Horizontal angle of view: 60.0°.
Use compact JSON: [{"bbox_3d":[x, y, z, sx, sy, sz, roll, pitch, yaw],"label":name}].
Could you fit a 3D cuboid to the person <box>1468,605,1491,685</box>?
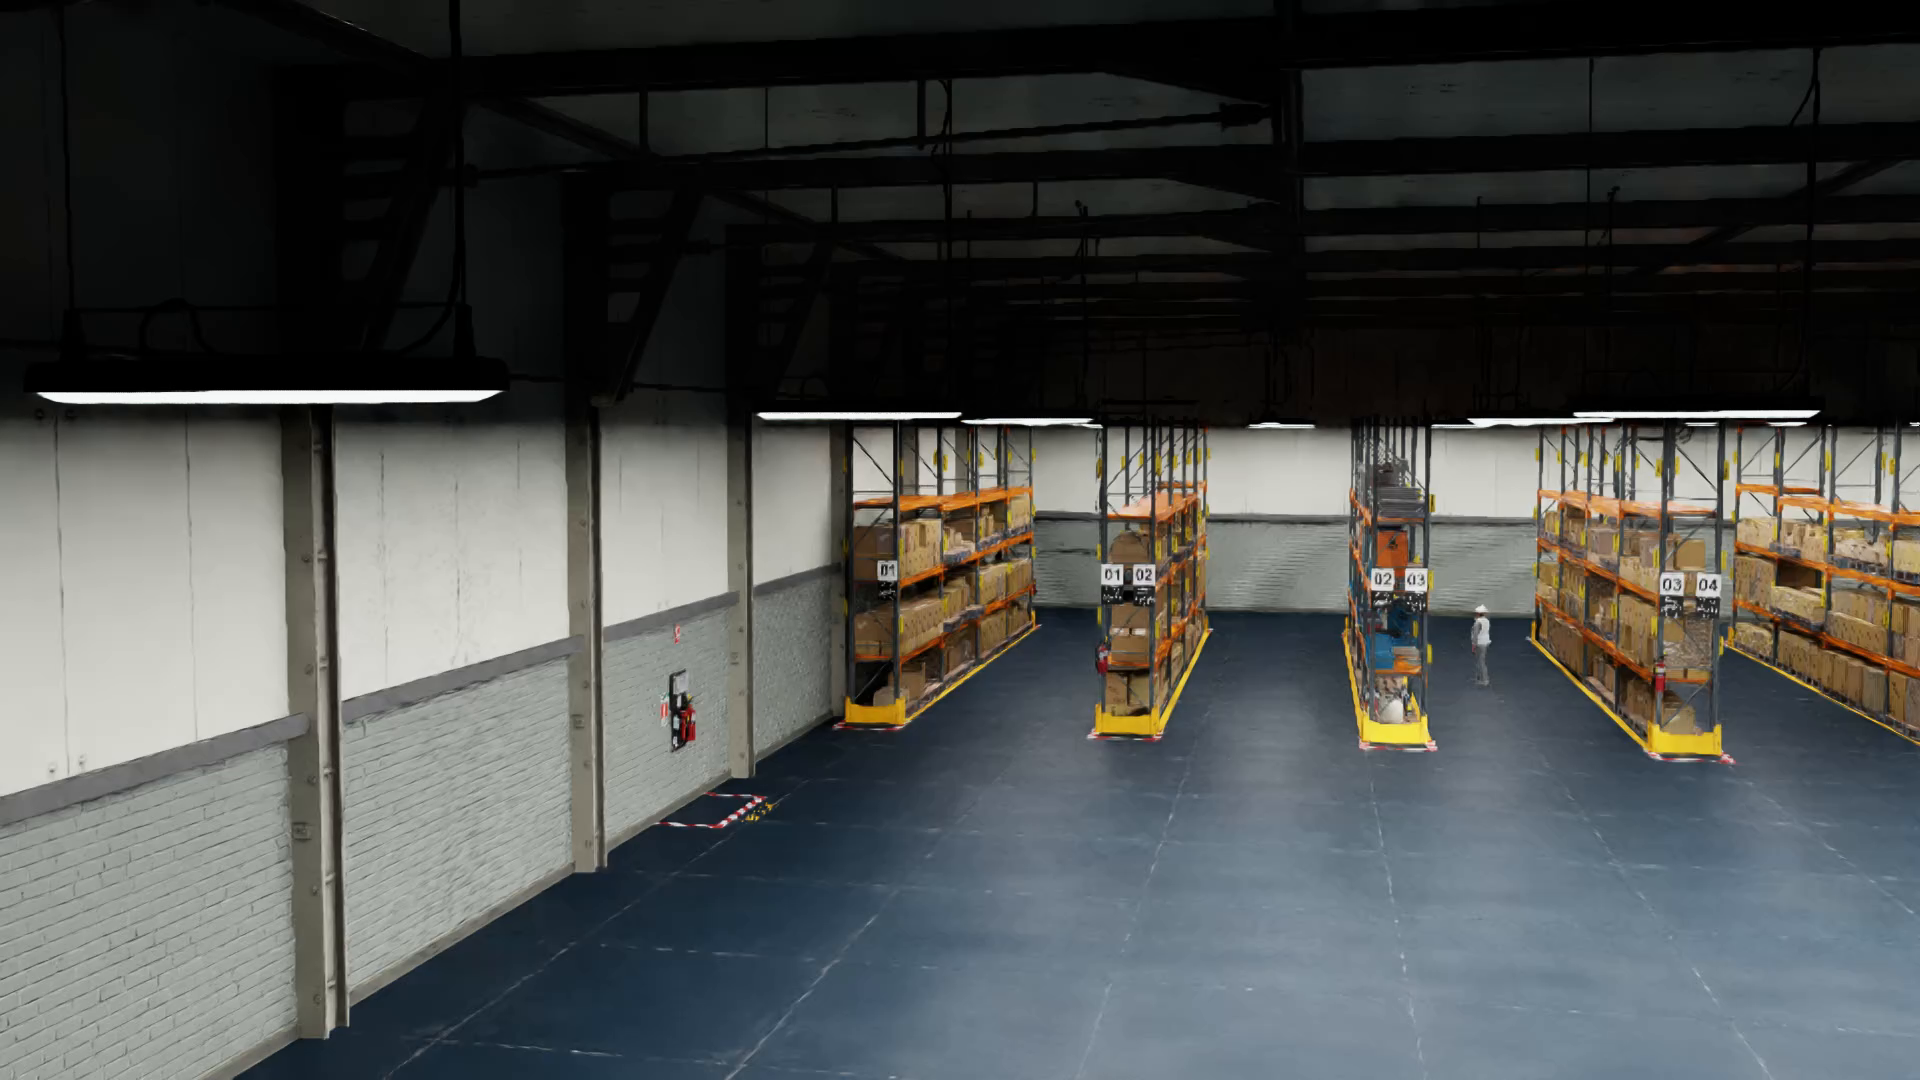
[{"bbox_3d":[11.644,2.342,37.276,0.569,1.768,0.627,3,5,41],"label":"person"}]
